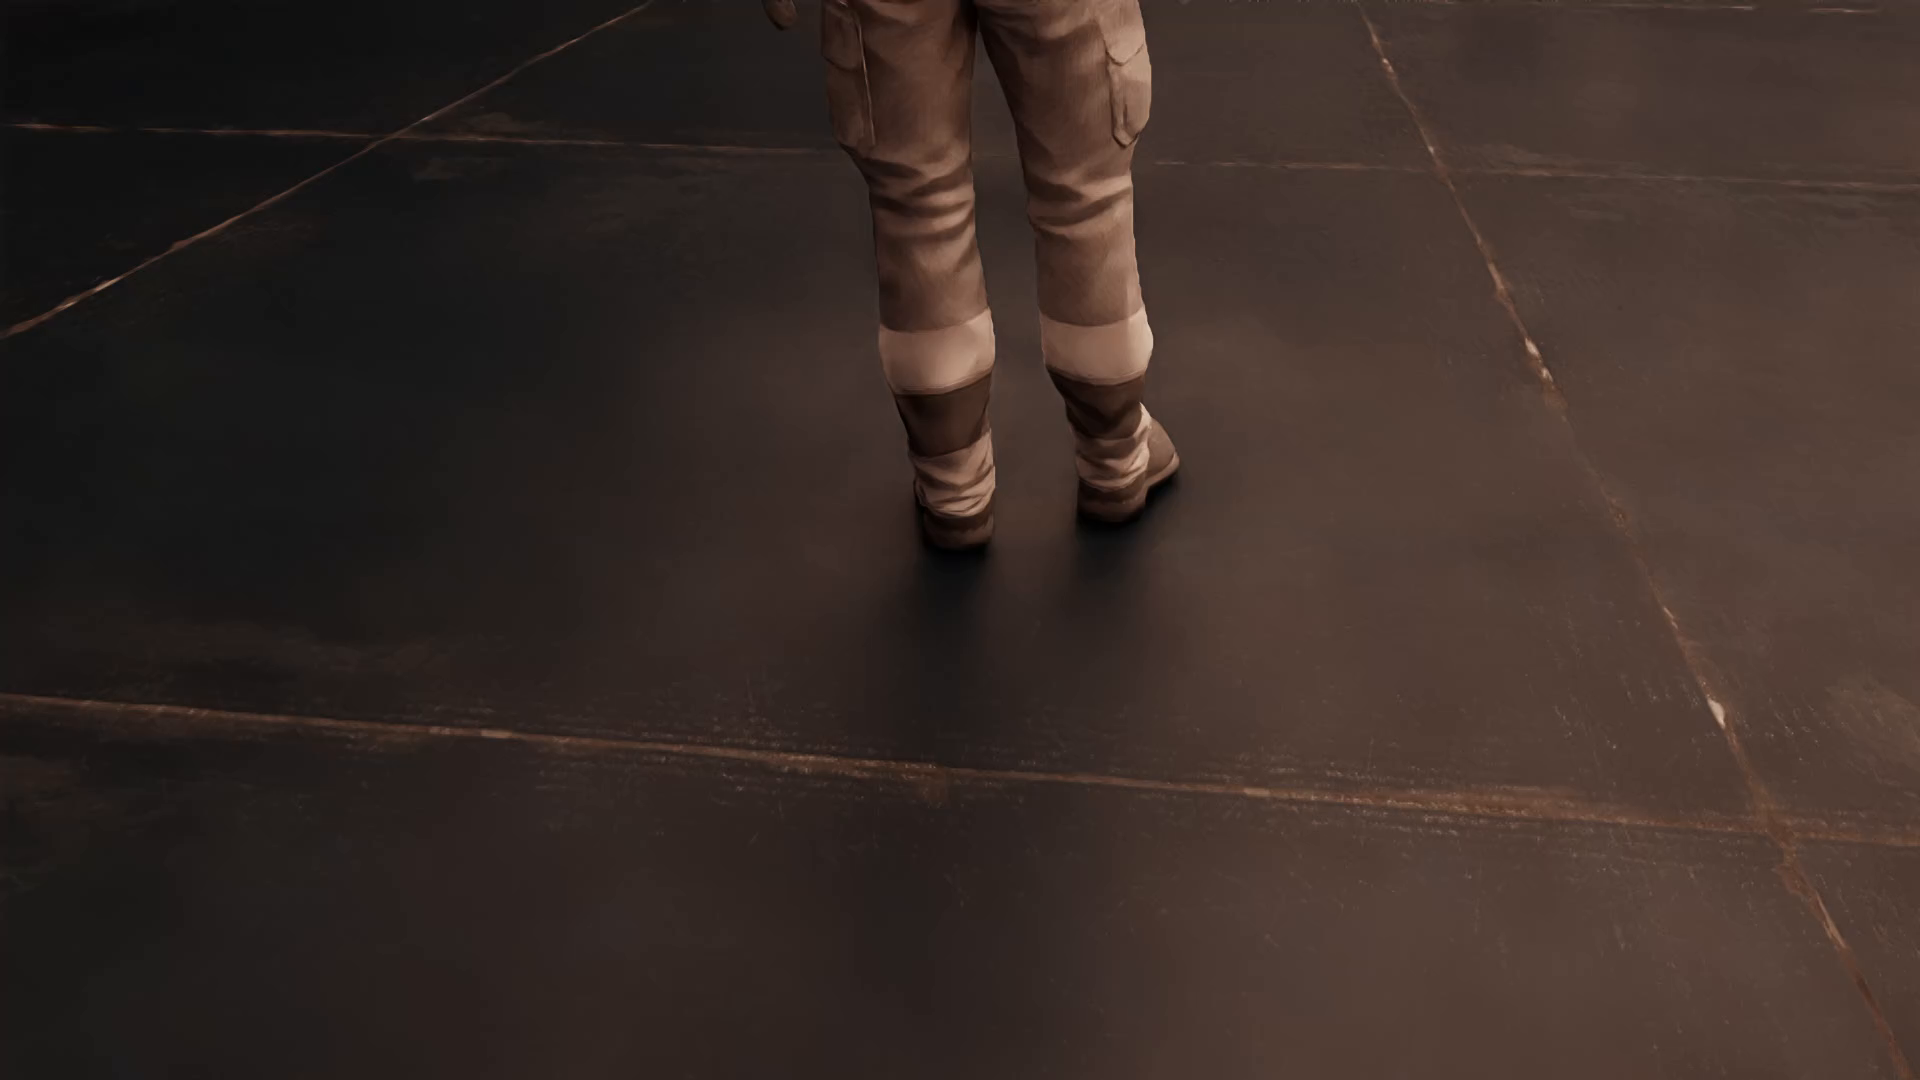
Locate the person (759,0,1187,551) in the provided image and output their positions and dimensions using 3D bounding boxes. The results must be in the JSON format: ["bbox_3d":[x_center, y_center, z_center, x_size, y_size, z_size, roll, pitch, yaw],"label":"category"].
[{"bbox_3d":[0.023,-0.842,2.168,0.636,1.787,0.563,3,27,7],"label":"person"}]
